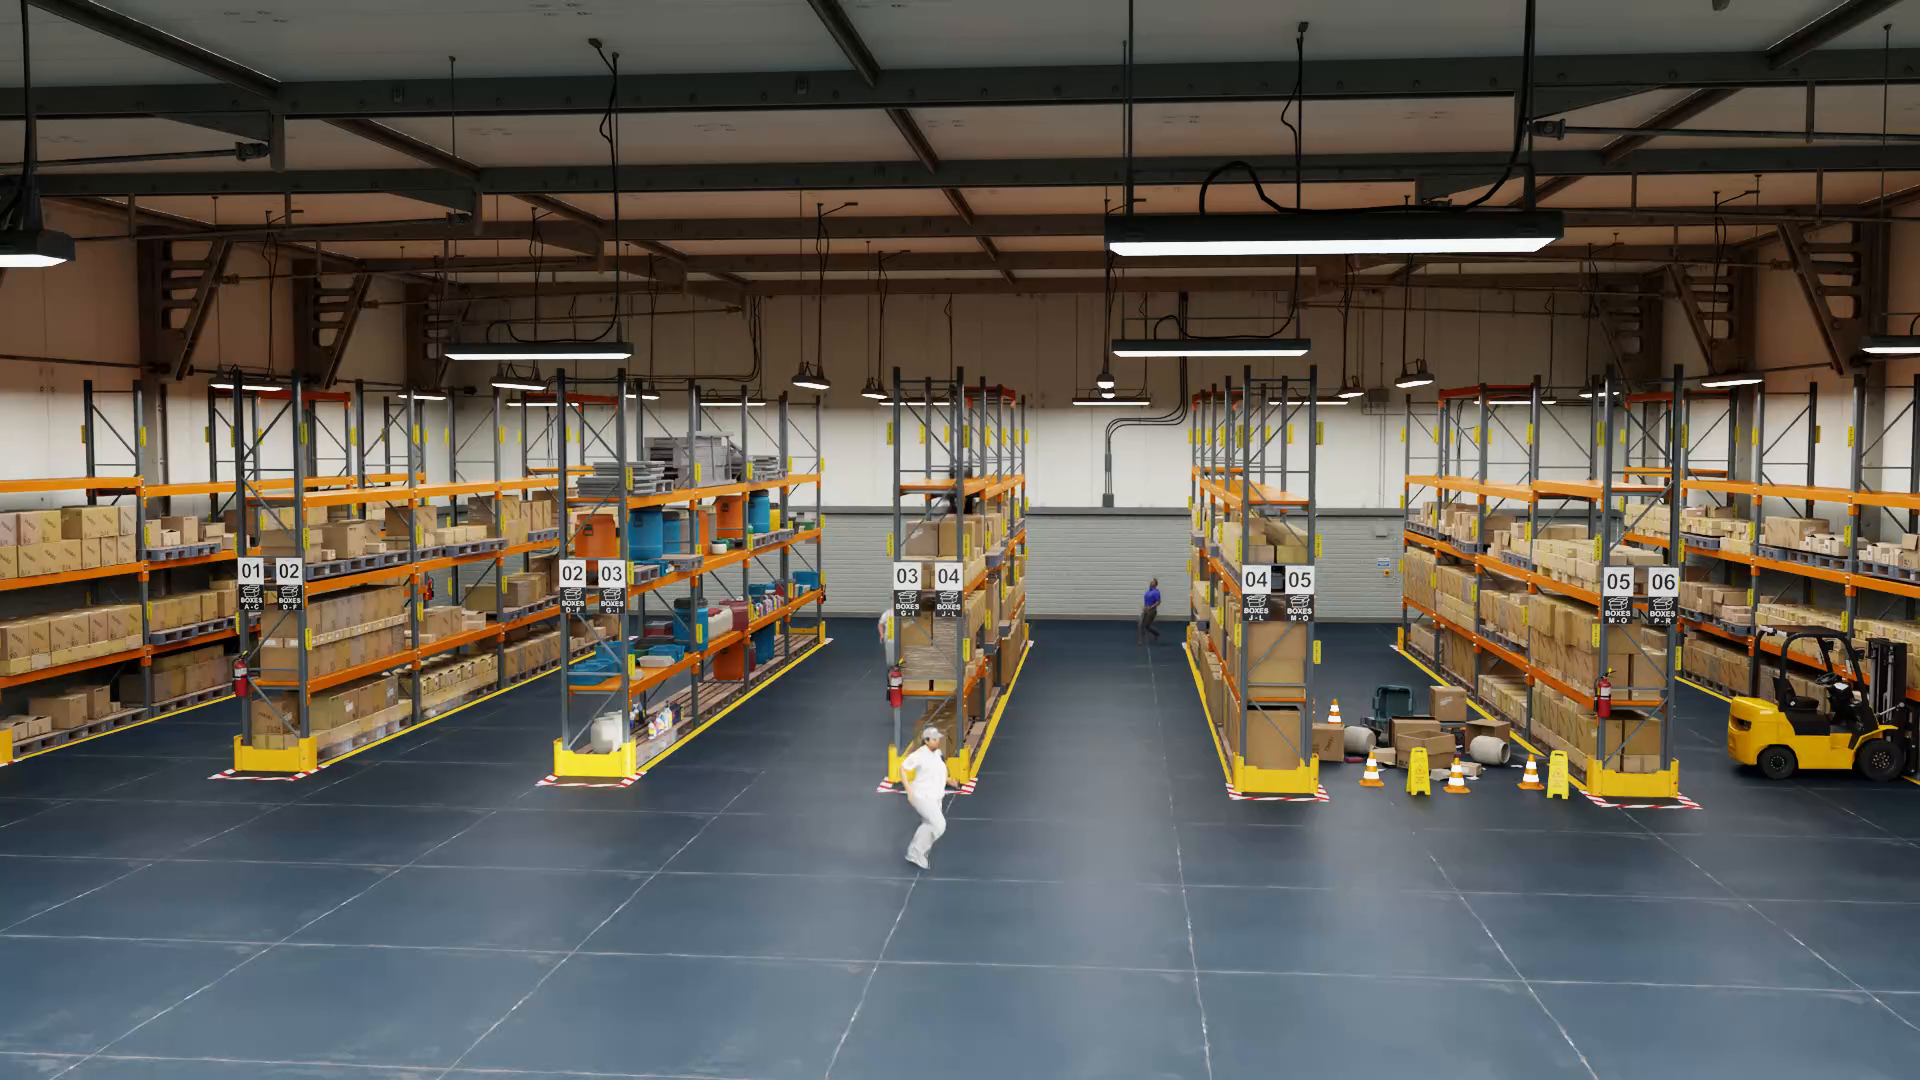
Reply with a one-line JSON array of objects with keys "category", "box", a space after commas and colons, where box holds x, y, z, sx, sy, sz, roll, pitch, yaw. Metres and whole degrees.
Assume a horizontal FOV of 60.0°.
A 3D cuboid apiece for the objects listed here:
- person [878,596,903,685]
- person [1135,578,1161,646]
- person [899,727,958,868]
[{"category": "person", "box": [-1.202, 1.910, 31.110, 0.657, 1.760, 0.566, 0, 4, -2]}, {"category": "person", "box": [4.572, 1.728, 39.923, 0.700, 1.635, 0.626, -2, 4, -30]}, {"category": "person", "box": [-0.350, 2.980, 19.246, 0.721, 1.631, 0.576, 2, 4, 32]}]
